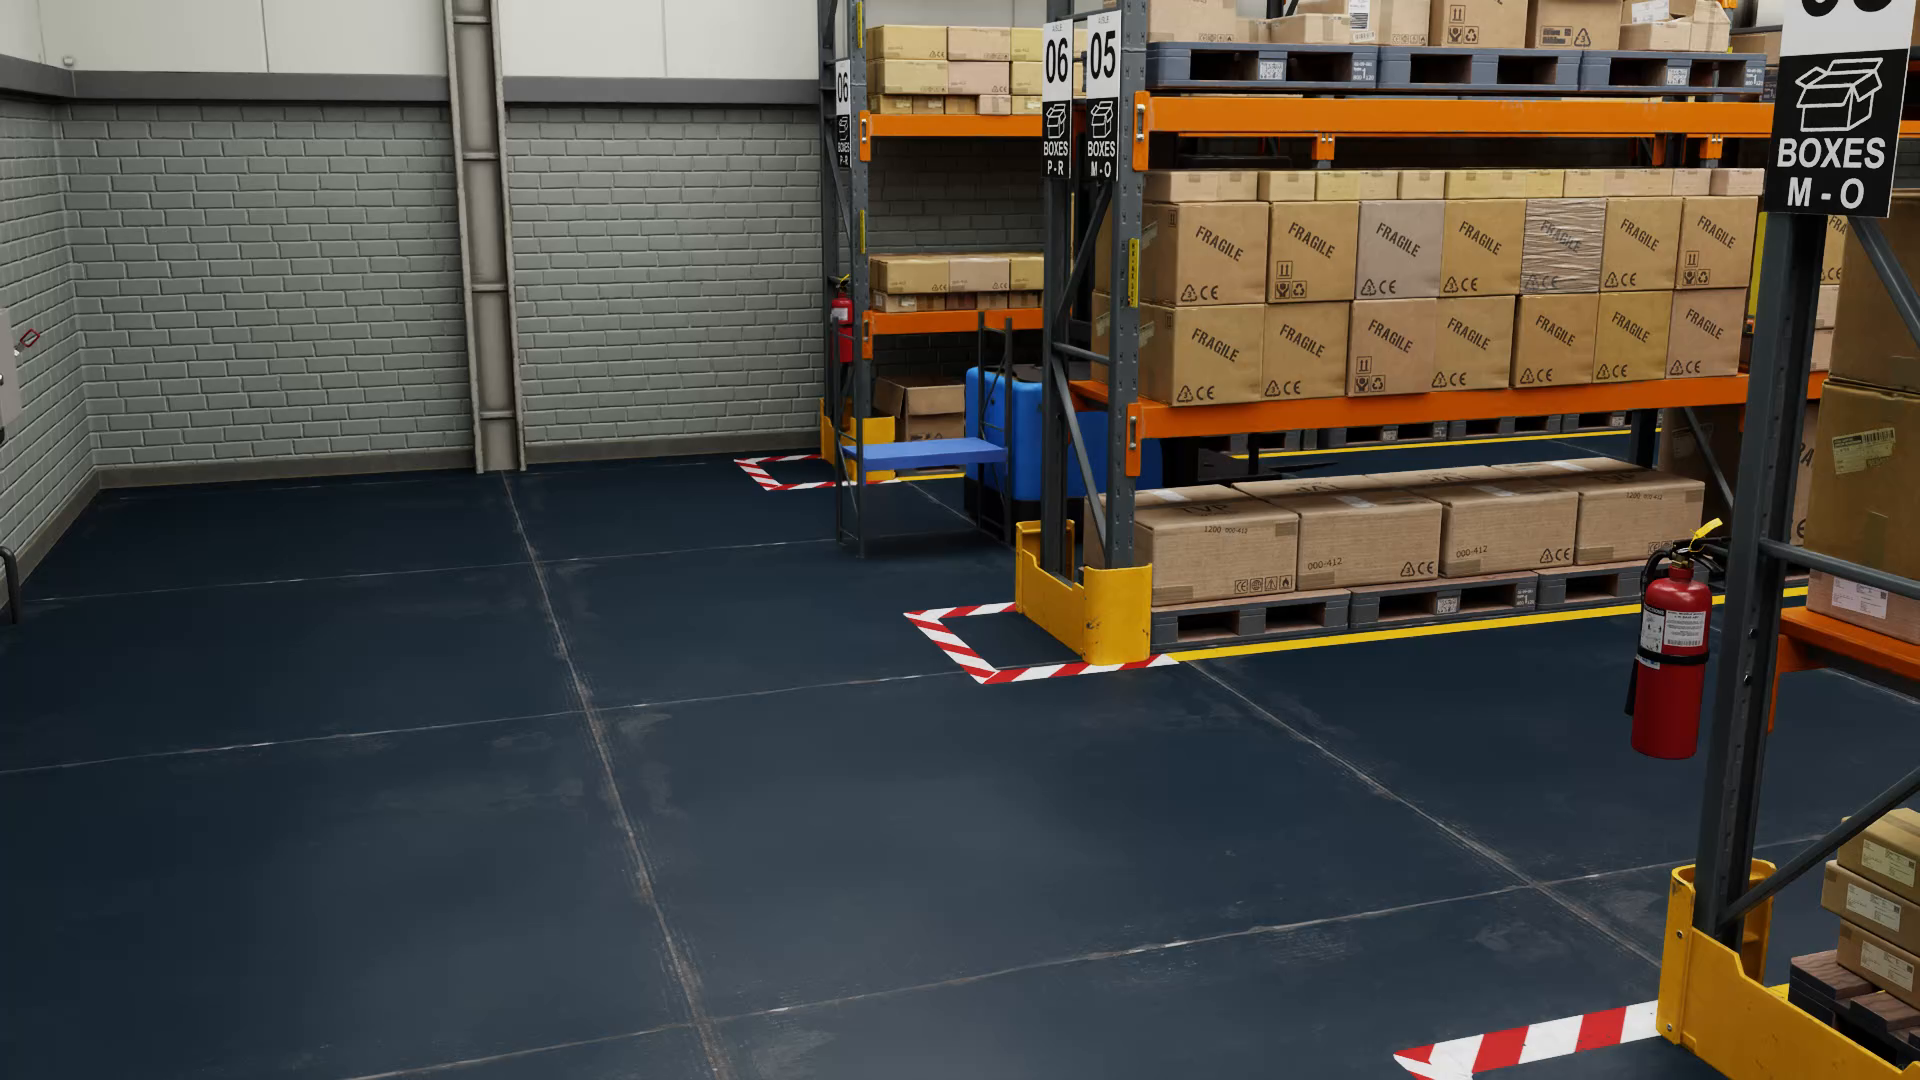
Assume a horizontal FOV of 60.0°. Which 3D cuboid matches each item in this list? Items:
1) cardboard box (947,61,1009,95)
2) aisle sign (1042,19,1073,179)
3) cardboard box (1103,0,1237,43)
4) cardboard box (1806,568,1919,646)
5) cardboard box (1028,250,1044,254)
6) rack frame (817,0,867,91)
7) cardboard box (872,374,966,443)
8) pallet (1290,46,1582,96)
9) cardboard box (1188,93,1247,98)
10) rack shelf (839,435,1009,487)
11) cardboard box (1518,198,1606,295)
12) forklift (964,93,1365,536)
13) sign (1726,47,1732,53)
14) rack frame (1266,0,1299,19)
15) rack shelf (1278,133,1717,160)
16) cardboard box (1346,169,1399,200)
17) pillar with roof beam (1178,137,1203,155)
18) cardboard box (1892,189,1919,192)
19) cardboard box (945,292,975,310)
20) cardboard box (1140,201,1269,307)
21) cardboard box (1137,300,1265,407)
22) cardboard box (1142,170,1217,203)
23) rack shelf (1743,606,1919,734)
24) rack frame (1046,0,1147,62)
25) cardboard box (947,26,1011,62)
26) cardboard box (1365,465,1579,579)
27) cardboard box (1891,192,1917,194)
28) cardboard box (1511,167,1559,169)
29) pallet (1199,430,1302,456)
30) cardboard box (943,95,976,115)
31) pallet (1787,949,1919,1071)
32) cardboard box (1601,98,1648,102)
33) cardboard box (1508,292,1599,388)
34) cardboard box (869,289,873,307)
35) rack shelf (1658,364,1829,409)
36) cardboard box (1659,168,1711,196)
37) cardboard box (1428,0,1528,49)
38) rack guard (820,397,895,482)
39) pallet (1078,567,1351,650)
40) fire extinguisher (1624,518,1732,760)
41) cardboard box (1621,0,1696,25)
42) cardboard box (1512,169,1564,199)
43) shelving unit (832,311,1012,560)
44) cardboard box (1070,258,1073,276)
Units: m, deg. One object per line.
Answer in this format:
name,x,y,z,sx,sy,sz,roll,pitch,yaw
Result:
cardboard box,0.066,-3.592,12.962,0.500,0.250,0.500,-4,14,-17
aisle sign,0.502,-2.285,8.650,0.004,0.787,0.394,-4,14,-18
cardboard box,1.067,-2.650,8.520,0.500,0.250,0.500,-6,15,-23
cardboard box,2.563,0.156,4.546,0.250,0.149,0.380,-4,14,-18
cardboard box,0.890,-2.322,14.104,0.500,0.250,0.500,-4,14,-18
rack frame,-0.917,-4.965,12.569,0.127,3.000,1.000,-4,14,-18
cardboard box,-0.307,-1.060,13.606,0.637,0.503,0.797,-5,14,-20
pallet,2.527,-2.522,8.973,1.213,0.211,1.003,-4,14,-18
cardboard box,2.007,-3.741,13.589,0.500,0.250,0.500,-5,14,-20
rack shelf,-0.243,-0.525,10.886,1.000,0.185,0.538,-5,14,-21
cardboard box,3.138,-1.618,9.084,0.500,0.500,0.500,-4,14,-17
forklift,1.596,-1.612,11.585,3.031,2.935,1.130,-5,14,-21
sign,6.836,-4.228,14.838,0.005,0.325,0.100,-4,14,-18
rack frame,2.874,-5.260,13.810,0.127,3.000,1.000,-4,14,-18
rack shelf,4.769,-3.598,14.861,4.000,0.370,1.077,-4,14,-18
cardboard box,2.079,-1.857,8.691,0.250,0.149,0.380,-4,14,-18
pillar with roof beam,3.300,-4.462,10.456,0.400,9.000,9.100,-4,14,-18
cardboard box,5.779,-1.949,10.478,0.500,0.500,0.500,-4,14,-16
cardboard box,-0.054,-1.944,13.377,0.250,0.149,0.380,-5,14,-19
cardboard box,1.215,-1.466,8.447,0.500,0.500,0.500,-5,14,-19
cardboard box,1.216,-0.979,8.560,0.500,0.500,0.500,-5,14,-19
cardboard box,1.094,-1.774,8.340,0.250,0.149,0.380,-4,14,-17
rack shelf,4.239,0.323,4.859,4.000,0.370,1.077,-4,14,-18
rack frame,0.669,-3.876,7.994,0.127,3.000,1.000,-4,14,-18
cardboard box,0.071,-3.832,12.888,0.500,0.250,0.500,-5,14,-18
cardboard box,2.983,-0.122,9.803,0.875,0.438,0.875,-5,14,-20
cardboard box,5.443,-1.801,9.856,0.500,0.500,0.500,-5,14,-18
cardboard box,3.357,-2.082,9.635,0.250,0.149,0.380,-5,14,-18
pallet,2.223,-0.934,14.615,1.213,0.211,1.003,-4,14,-18
cardboard box,-0.052,-3.396,12.999,0.250,0.149,0.380,-4,14,-18
pallet,3.197,1.419,4.721,1.213,0.211,1.003,-4,14,-18
cardboard box,5.780,-3.895,14.876,0.500,0.250,0.500,-4,14,-18
cardboard box,3.145,-1.132,9.204,0.500,0.500,0.500,-5,14,-19
cardboard box,-0.689,-2.007,13.643,0.250,0.149,0.380,-5,14,-19
rack shelf,6.356,-1.051,10.633,4.000,0.370,1.077,-4,14,-18
cardboard box,3.986,-2.016,9.356,0.250,0.149,0.380,-4,14,-17
cardboard box,2.628,-2.835,8.756,0.500,0.500,0.500,-4,14,-17
rack guard,-0.845,-0.836,13.576,0.348,0.500,1.175,-4,14,-18
pallet,1.402,0.323,9.331,1.213,0.211,1.003,-4,14,-18
fire extinguisher,1.958,0.257,4.554,0.183,0.674,0.296,-4,14,-18
cardboard box,3.836,-3.017,9.521,0.500,0.500,0.500,-4,14,-17
cardboard box,3.038,-1.931,8.999,0.250,0.149,0.380,-5,14,-19
shelving unit,-0.243,-0.700,10.844,1.048,1.500,0.538,-5,14,-21
cardboard box,1.034,-2.210,13.634,0.500,0.250,0.500,-5,14,-20
